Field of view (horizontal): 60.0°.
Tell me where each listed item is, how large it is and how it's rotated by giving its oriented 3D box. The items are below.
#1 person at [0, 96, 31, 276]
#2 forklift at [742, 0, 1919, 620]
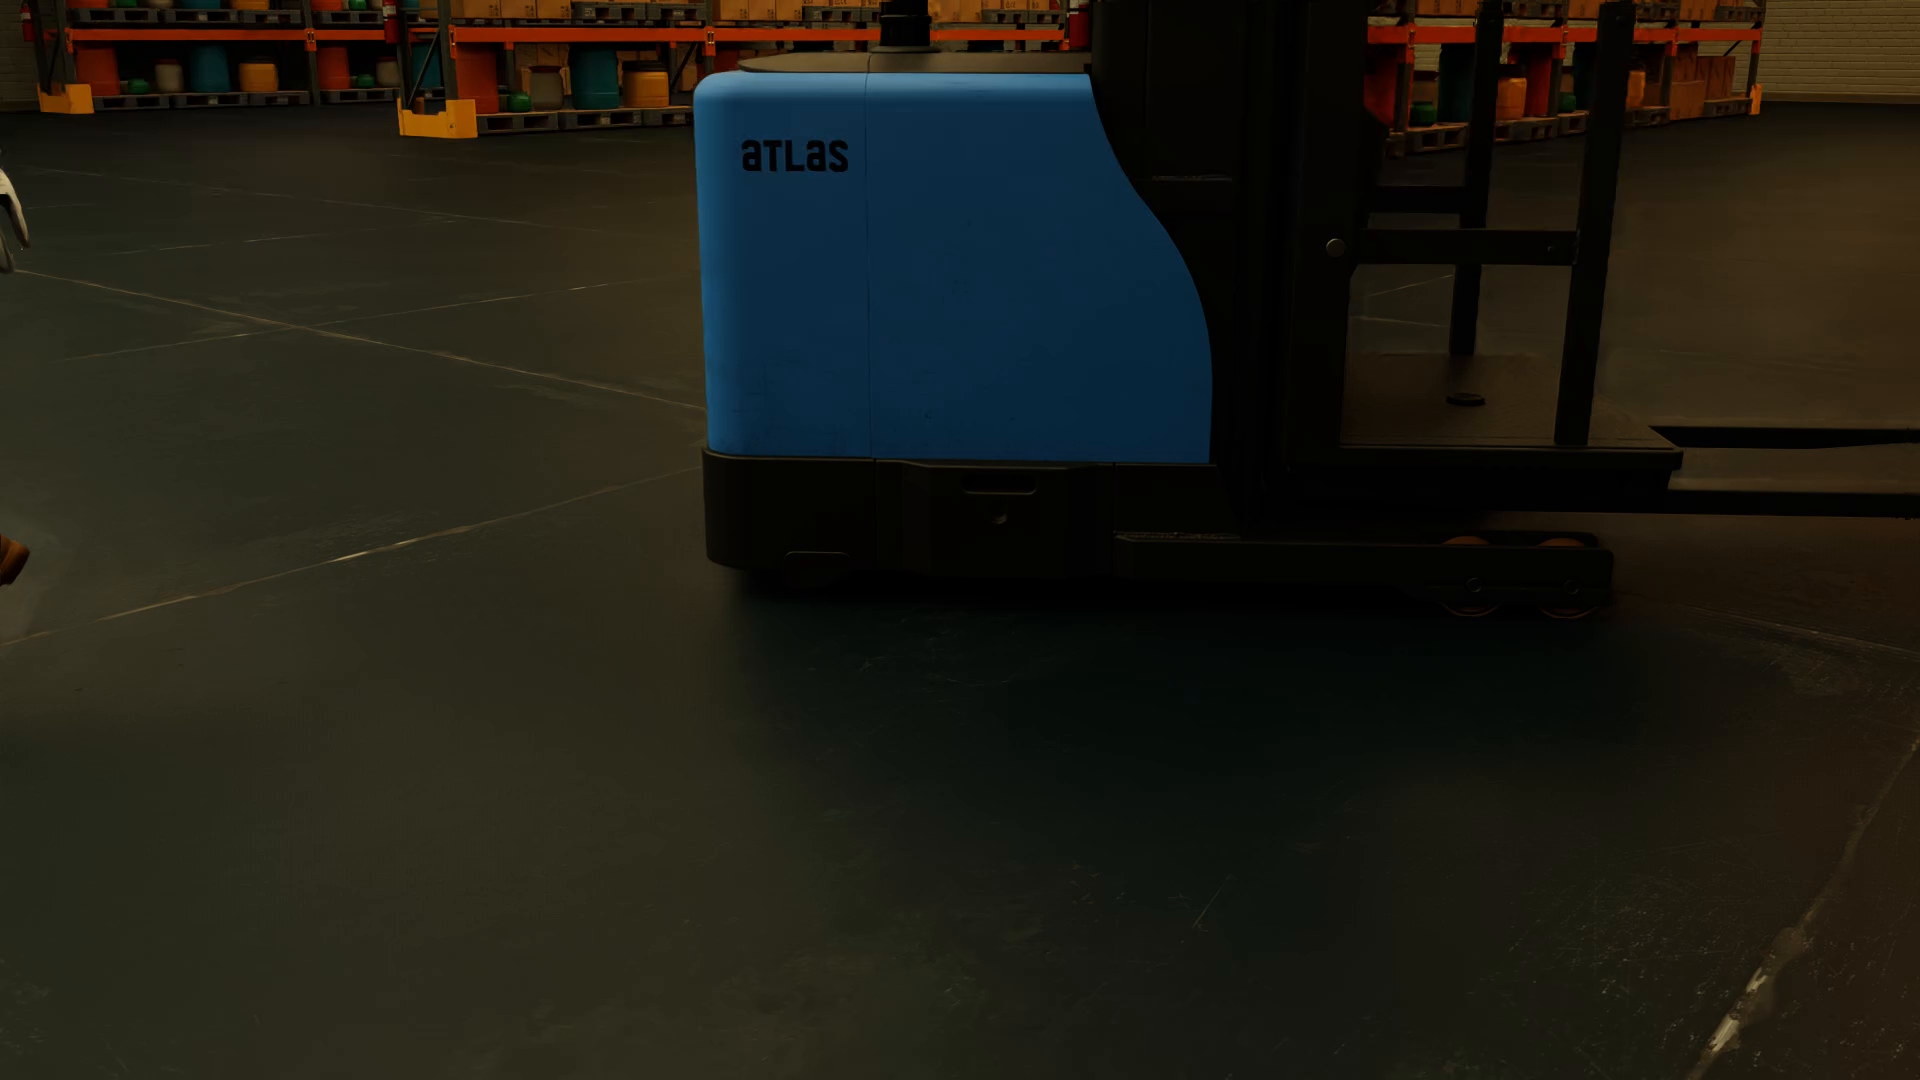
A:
[{"bbox_3d":[-2.043,-0.546,2.866,0.908,1.539,0.555,14,22,38],"label":"person"},{"bbox_3d":[0.993,-1.397,3.499,3.031,2.935,1.121,1,17,4],"label":"forklift"}]
